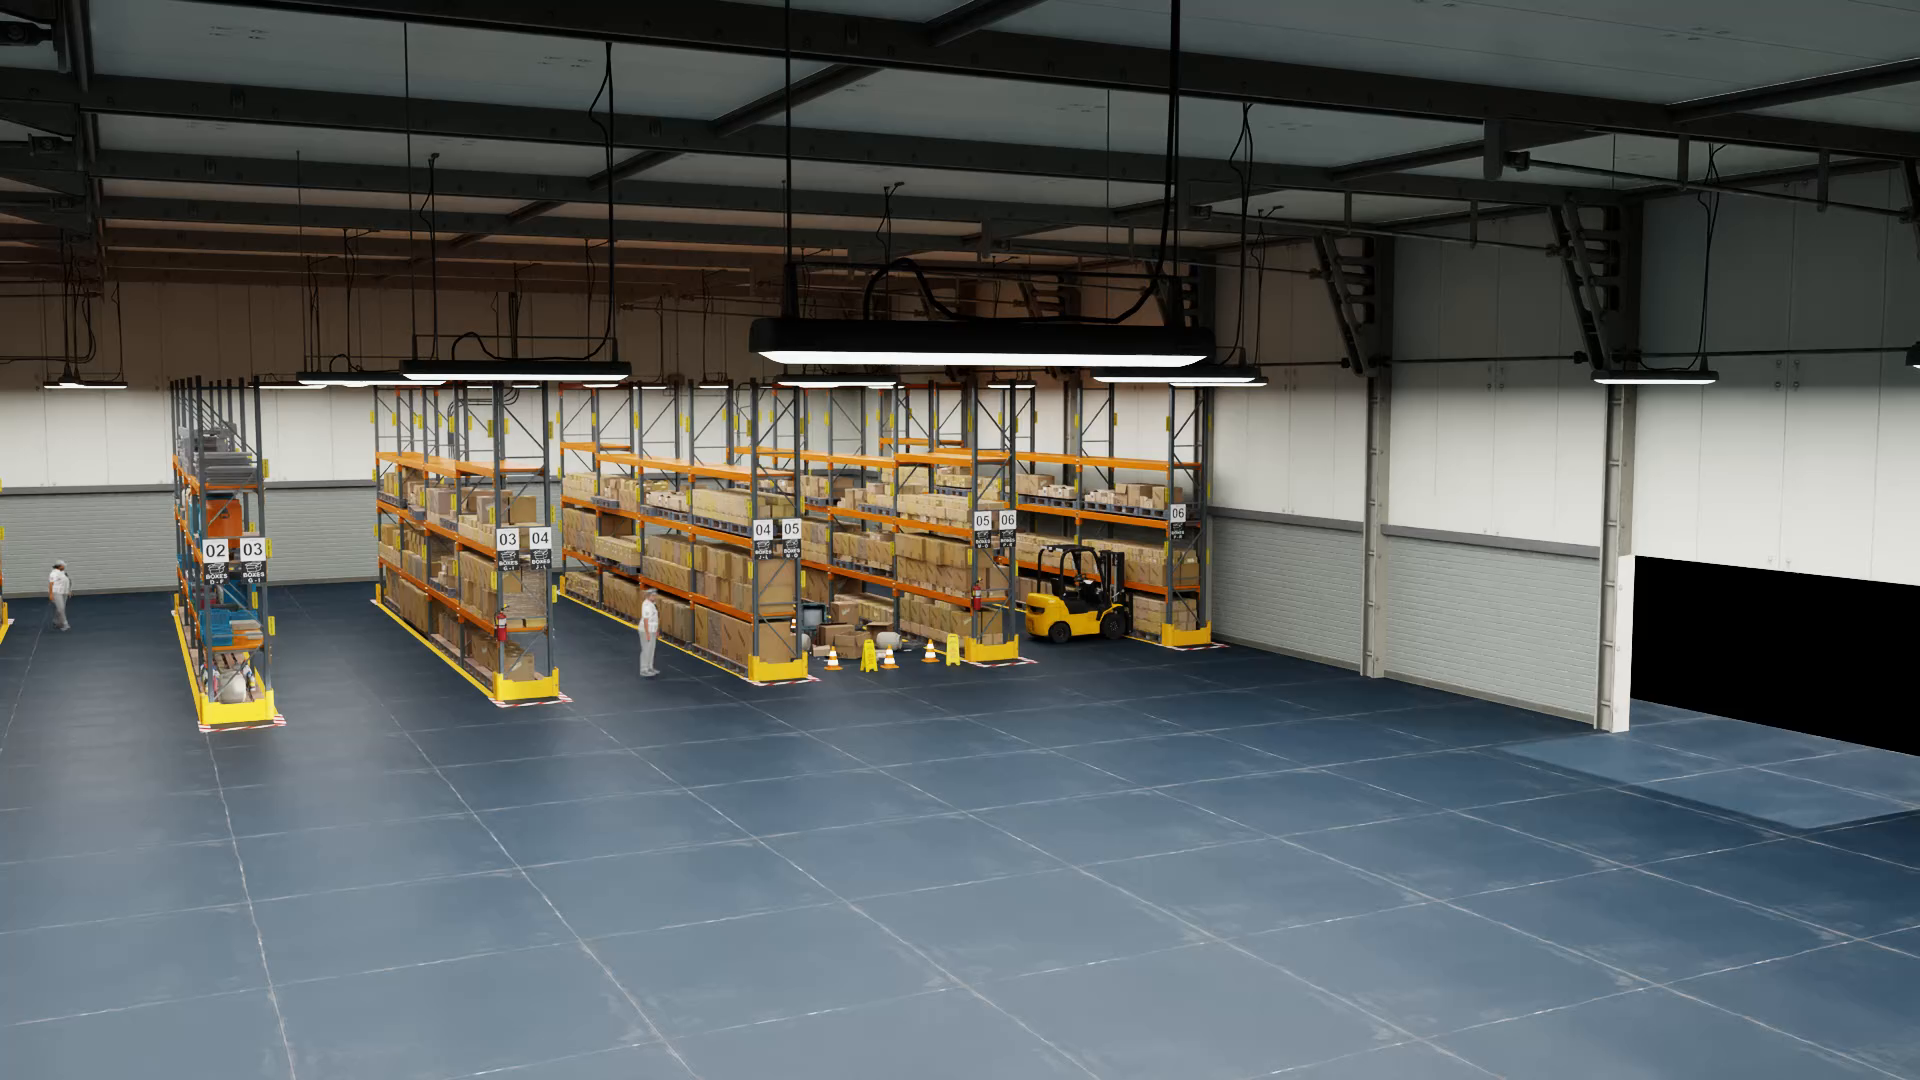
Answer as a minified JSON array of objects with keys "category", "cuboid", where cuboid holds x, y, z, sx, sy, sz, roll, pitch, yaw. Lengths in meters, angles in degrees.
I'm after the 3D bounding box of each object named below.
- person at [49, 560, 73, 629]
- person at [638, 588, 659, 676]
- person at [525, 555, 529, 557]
[{"category":"person","cuboid":[-21.756,1.311,40.267,0.764,1.646,0.534,2,5,22]},{"category":"person","cuboid":[-6.303,1.863,33.629,0.411,1.766,0.562,0,5,-2]},{"category":"person","cuboid":[-12.418,0.663,46.977,0.383,1.806,0.716,3,6,31]}]
